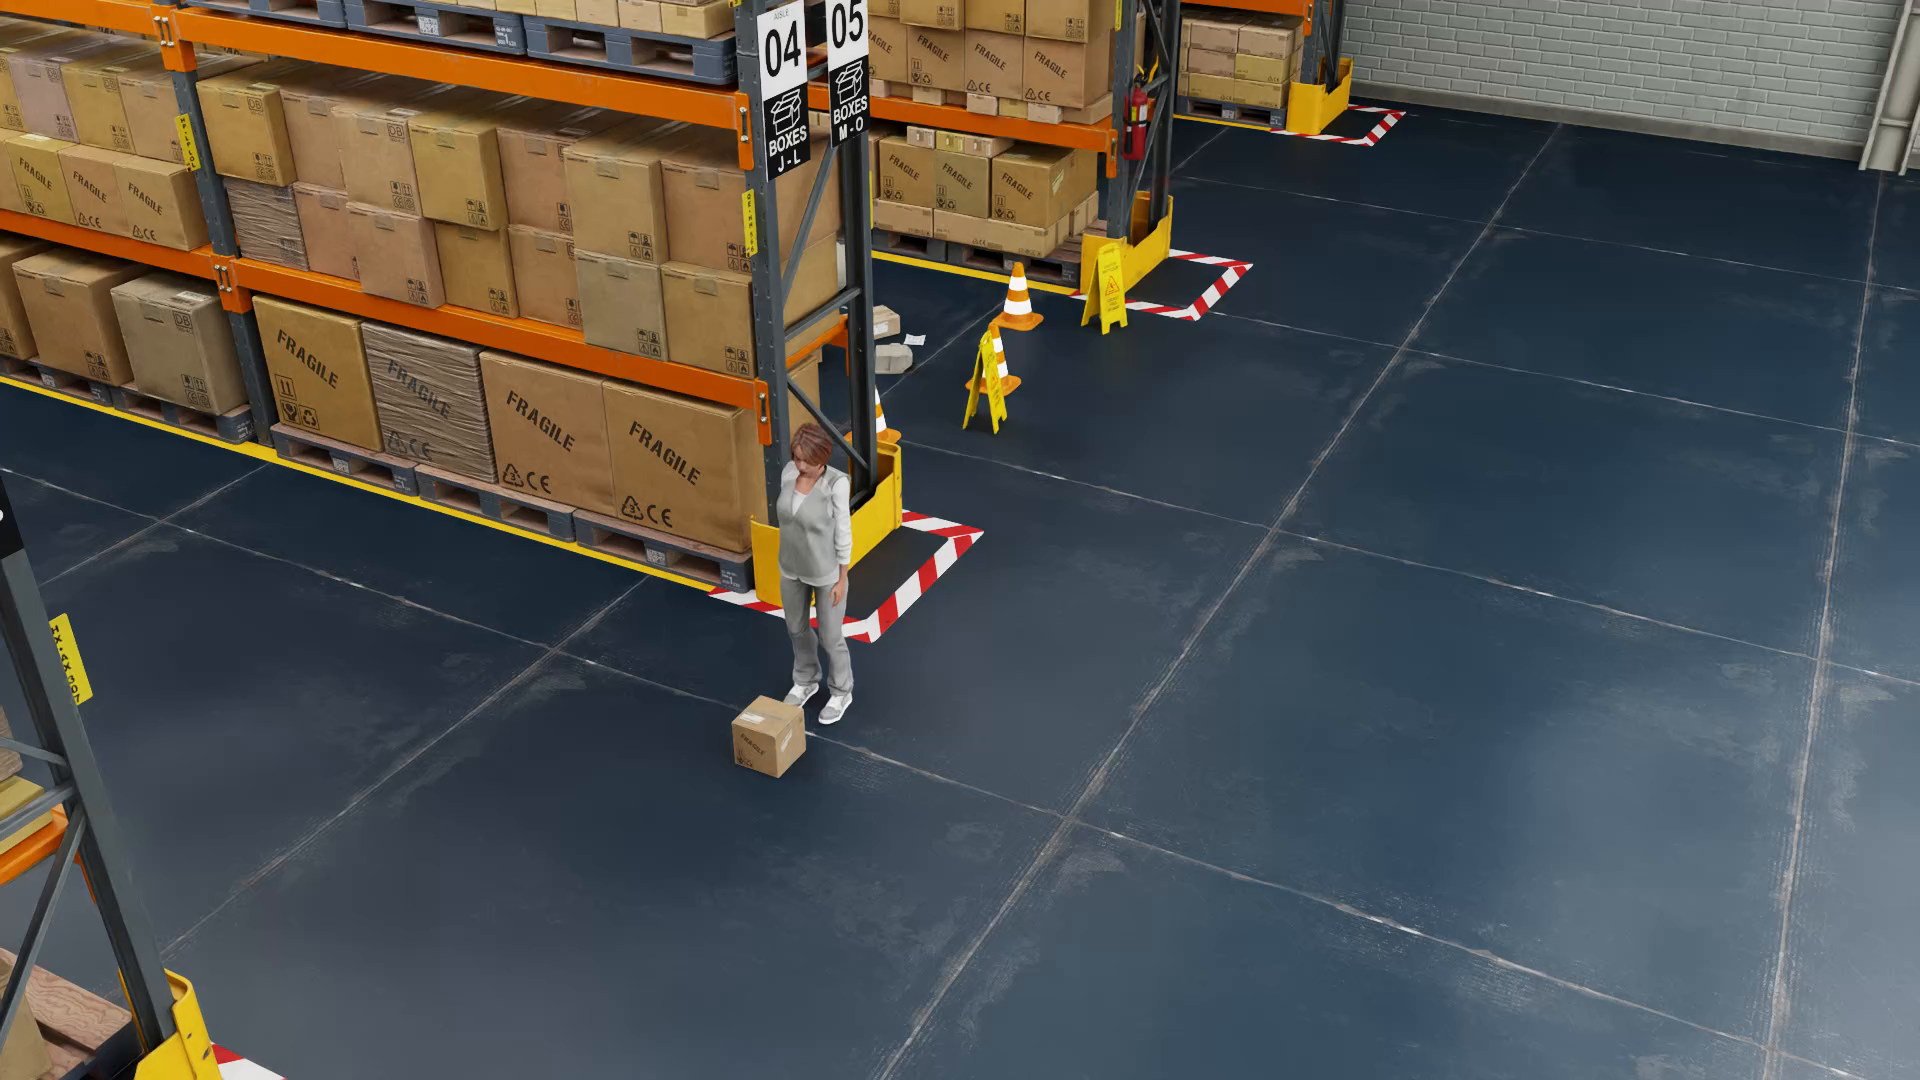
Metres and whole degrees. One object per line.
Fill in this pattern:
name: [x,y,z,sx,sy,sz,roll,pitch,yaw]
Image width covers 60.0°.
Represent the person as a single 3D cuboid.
person: [-0.691,0.163,8.024,0.407,1.592,0.301,15,34,24]
